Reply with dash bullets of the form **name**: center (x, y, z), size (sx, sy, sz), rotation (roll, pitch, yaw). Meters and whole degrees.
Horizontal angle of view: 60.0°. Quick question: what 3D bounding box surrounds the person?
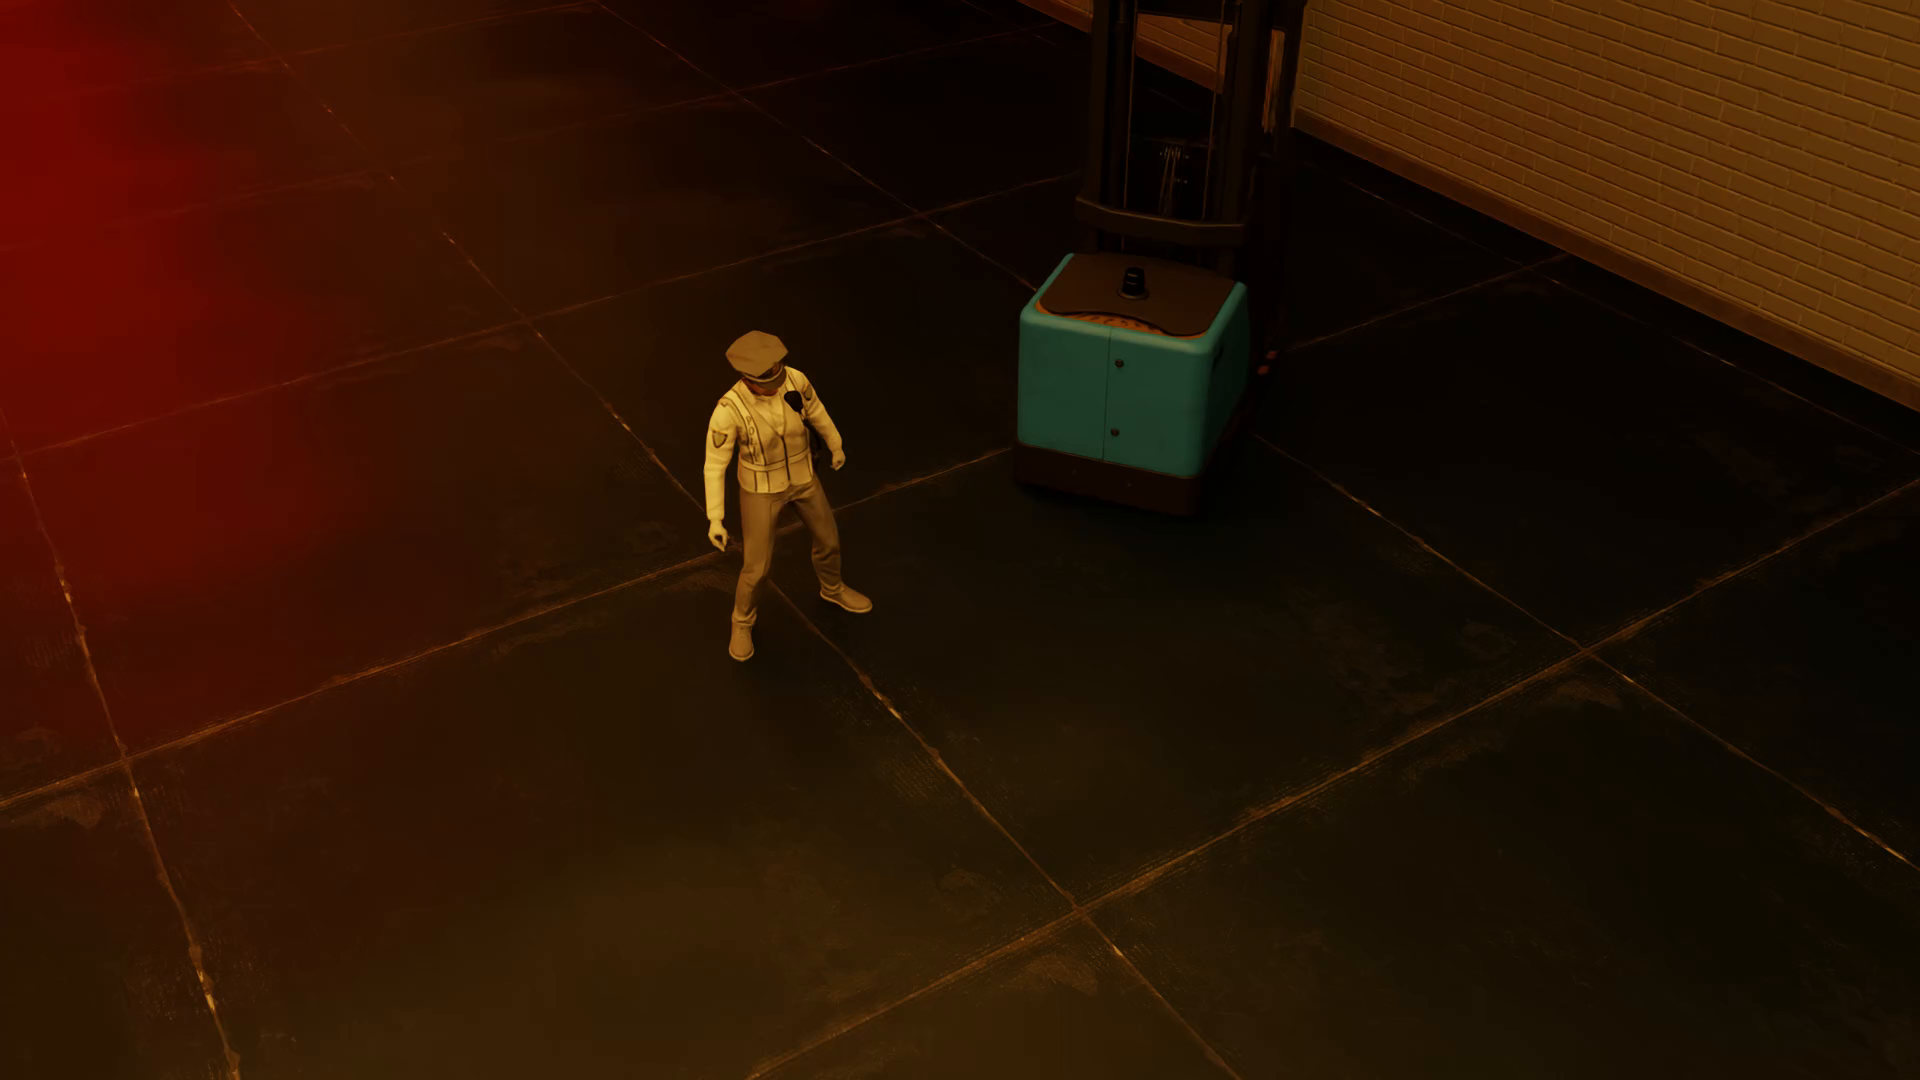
- **person**: center (-0.819, -0.230, 7.618), size (0.838, 1.633, 0.388), rotation (-20, 40, -26)

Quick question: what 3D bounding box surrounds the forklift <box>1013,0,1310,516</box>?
- **forklift**: center (1.313, -2.166, 9.230), size (1.130, 2.935, 3.031), rotation (13, 37, 18)
